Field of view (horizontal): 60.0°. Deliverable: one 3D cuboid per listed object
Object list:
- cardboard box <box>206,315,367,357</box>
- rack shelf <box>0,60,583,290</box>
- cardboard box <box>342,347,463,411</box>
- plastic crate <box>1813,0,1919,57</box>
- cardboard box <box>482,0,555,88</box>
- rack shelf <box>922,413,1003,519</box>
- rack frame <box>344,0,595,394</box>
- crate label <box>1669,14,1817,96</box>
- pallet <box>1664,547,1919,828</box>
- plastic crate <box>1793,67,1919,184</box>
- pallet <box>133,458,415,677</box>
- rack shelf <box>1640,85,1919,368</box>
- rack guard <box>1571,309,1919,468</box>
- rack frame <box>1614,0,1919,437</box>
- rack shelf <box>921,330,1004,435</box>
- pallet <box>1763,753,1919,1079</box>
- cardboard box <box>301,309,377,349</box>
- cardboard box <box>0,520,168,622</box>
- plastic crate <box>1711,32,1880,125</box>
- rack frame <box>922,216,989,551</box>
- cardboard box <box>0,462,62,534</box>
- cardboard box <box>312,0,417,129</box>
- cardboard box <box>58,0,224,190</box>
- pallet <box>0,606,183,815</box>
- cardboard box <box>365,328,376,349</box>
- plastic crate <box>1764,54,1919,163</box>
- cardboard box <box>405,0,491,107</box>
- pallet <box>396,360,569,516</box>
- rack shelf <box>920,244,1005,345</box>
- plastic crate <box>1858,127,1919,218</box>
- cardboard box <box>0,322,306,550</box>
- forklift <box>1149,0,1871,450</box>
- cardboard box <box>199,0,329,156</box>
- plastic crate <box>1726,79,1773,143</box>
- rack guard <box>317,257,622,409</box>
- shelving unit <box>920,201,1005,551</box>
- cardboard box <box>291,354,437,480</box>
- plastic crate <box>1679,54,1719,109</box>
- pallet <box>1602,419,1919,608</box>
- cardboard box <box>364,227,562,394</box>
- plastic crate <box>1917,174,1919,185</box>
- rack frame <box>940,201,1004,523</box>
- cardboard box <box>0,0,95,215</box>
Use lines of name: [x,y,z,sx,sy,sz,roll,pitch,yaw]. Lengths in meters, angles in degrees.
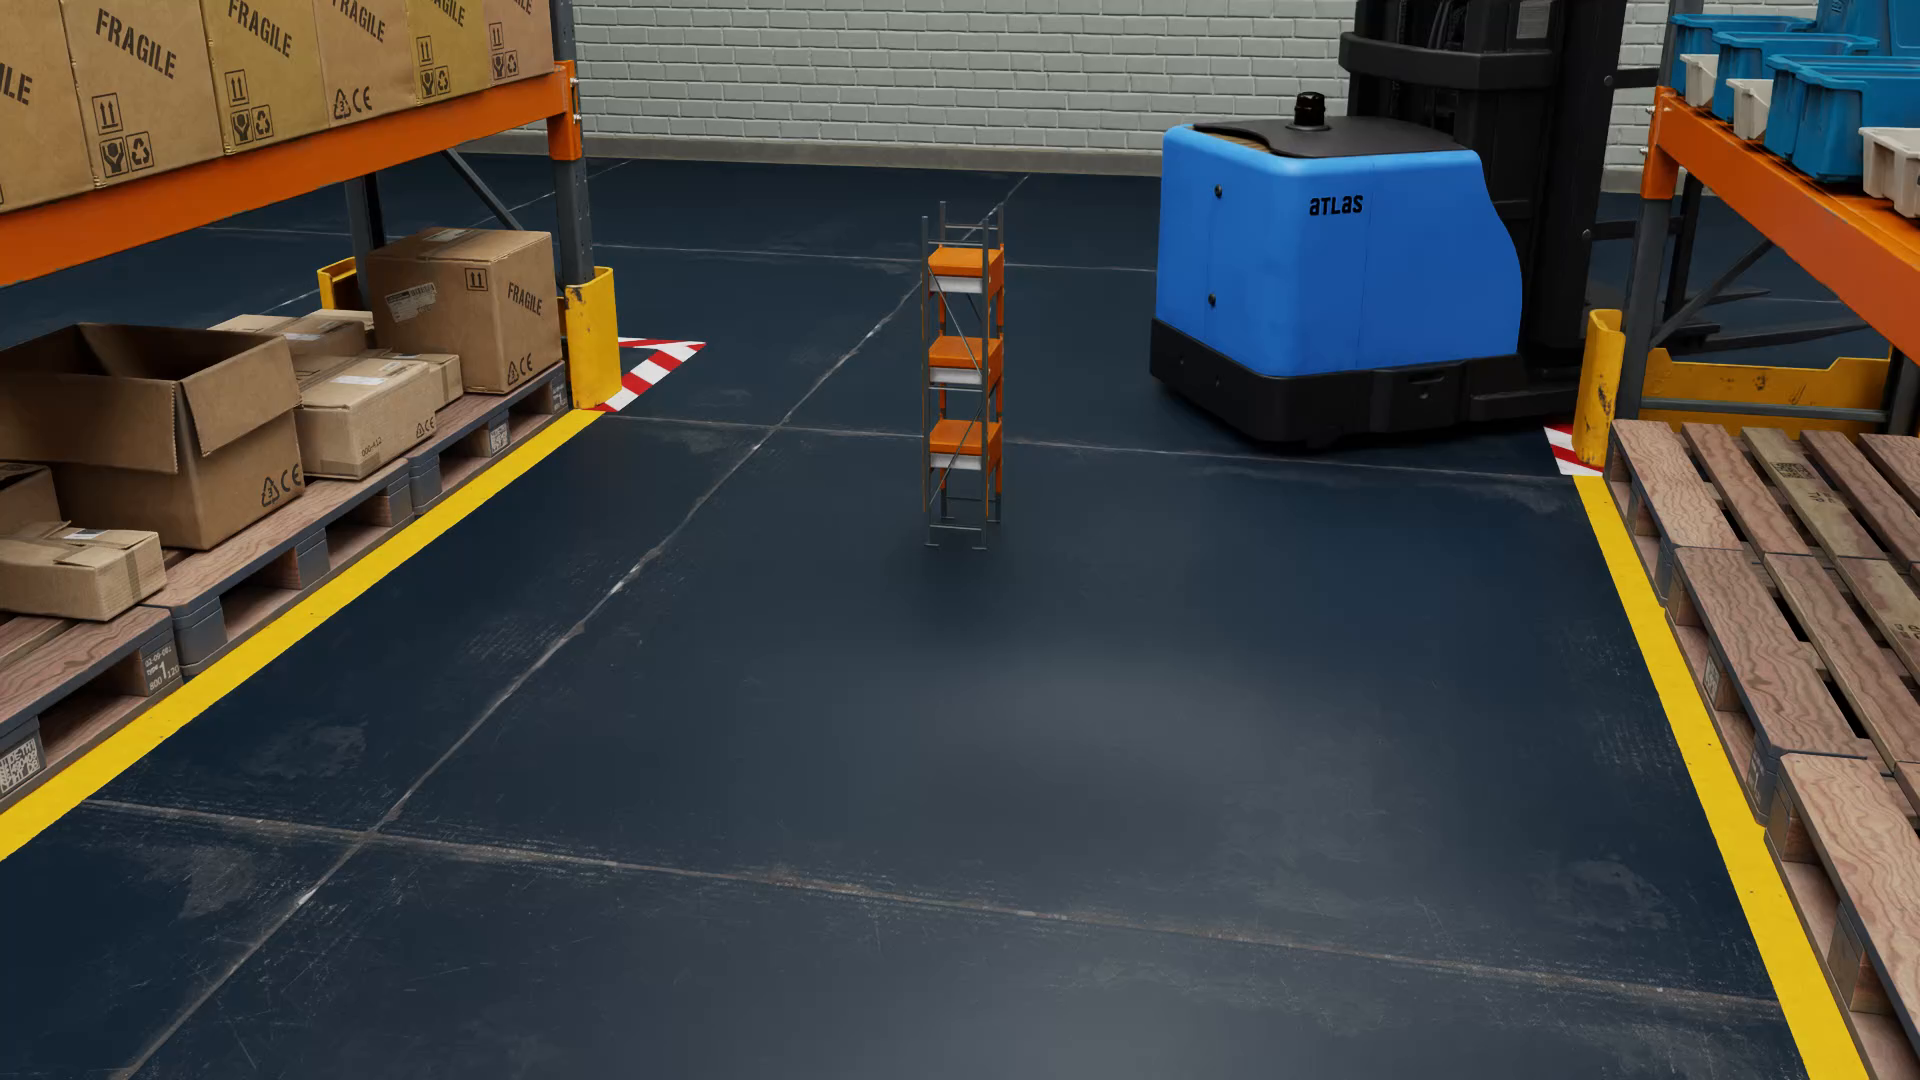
cardboard box: [-2.475,-0.614,5.955,0.500,0.250,0.500,4,22,11]
rack shelf: [-2.393,-0.981,4.736,1.077,0.370,4.000,4,22,11]
cardboard box: [-2.025,-0.577,5.974,0.380,0.166,0.250,4,22,11]
plastic crate: [2.978,-1.574,5.120,0.616,0.435,0.499,4,22,11]
cardboard box: [-1.810,-1.908,5.941,0.500,0.500,0.500,5,23,13]
rack shelf: [0.011,-0.239,5.314,0.215,0.259,0.240,4,22,11]
rack frame: [-1.985,-2.046,6.418,1.000,3.000,0.127,4,22,11]
crate label: [2.491,-1.552,5.335,0.416,0.233,0.303,4,22,11]
pallet: [2.406,0.370,4.152,1.003,0.211,1.213,4,22,11]
plastic crate: [2.161,-0.960,3.867,0.416,0.233,0.300,4,22,11]
pallet: [-2.413,0.012,5.041,1.003,0.211,1.213,4,22,11]
rack shelf: [2.455,-0.602,3.795,1.077,0.370,4.000,4,22,11]
rack guard: [2.856,-0.517,5.968,1.175,0.500,0.348,4,22,11]
rack frame: [2.864,-1.667,5.477,1.000,3.000,0.127,4,22,11]
rack shelf: [0.011,-0.497,5.210,0.215,0.259,0.240,4,22,11]
pallet: [2.159,0.818,3.041,1.003,0.211,1.213,4,22,11]
cardboard box: [-2.407,-0.800,6.553,0.380,0.149,0.250,4,22,11]
cardboard box: [-2.337,0.073,4.360,0.380,0.166,0.250,4,22,11]
plastic crate: [2.357,-1.311,4.737,0.416,0.233,0.300,4,22,11]
rack frame: [-0.014,-0.462,5.095,0.200,1.050,0.008,4,22,11]
cardboard box: [-2.809,-0.044,4.458,0.500,0.311,0.500,4,22,11]
cardboard box: [-2.019,-1.536,5.017,0.500,0.500,0.500,5,22,11]
cardboard box: [-2.225,-1.165,4.098,0.500,0.500,0.500,4,22,11]
pallet: [-2.660,0.460,3.930,1.003,0.211,1.213,4,22,11]
cardboard box: [-2.458,-0.717,6.323,0.380,0.166,0.250,4,22,11]
plastic crate: [2.222,-1.070,4.139,0.416,0.233,0.300,4,22,11]
cardboard box: [-1.912,-1.718,5.469,0.500,0.500,0.500,5,22,11]
pallet: [-2.162,-0.433,6.146,1.003,0.211,1.213,4,22,11]
rack shelf: [0.011,-0.760,5.104,0.215,0.259,0.240,4,22,11]
plastic crate: [2.108,-0.769,3.521,0.293,0.136,0.466,4,22,11]
cardboard box: [-2.423,-0.316,4.877,0.797,0.503,0.637,4,22,11]
forklift: [2.357,-2.007,6.413,3.031,2.935,1.130,-7,23,-18]
cardboard box: [-2.122,-1.351,4.560,0.500,0.500,0.500,4,22,10]
plastic crate: [2.206,-1.148,4.461,0.250,0.136,0.298,4,22,11]
rack guard: [-2.000,-0.858,6.816,1.175,0.500,0.348,4,22,11]
shelving unit: [0.011,-0.507,5.206,0.215,1.050,0.252,4,22,11]
cardboard box: [-2.078,-0.412,5.452,0.500,0.250,0.500,4,22,11]
plastic crate: [2.344,-1.396,5.077,0.250,0.136,0.298,4,22,11]
pallet: [2.657,-0.075,5.256,1.003,0.211,1.213,4,22,11]
cardboard box: [-1.855,-0.873,6.262,0.500,0.500,0.500,4,22,11]
plastic crate: [2.013,-0.534,2.952,0.437,0.125,0.590,4,22,11]
rack frame: [0.036,-0.551,5.317,0.200,1.050,0.008,4,22,11]
cardboard box: [-2.329,-0.982,3.644,0.500,0.500,0.500,5,22,12]
